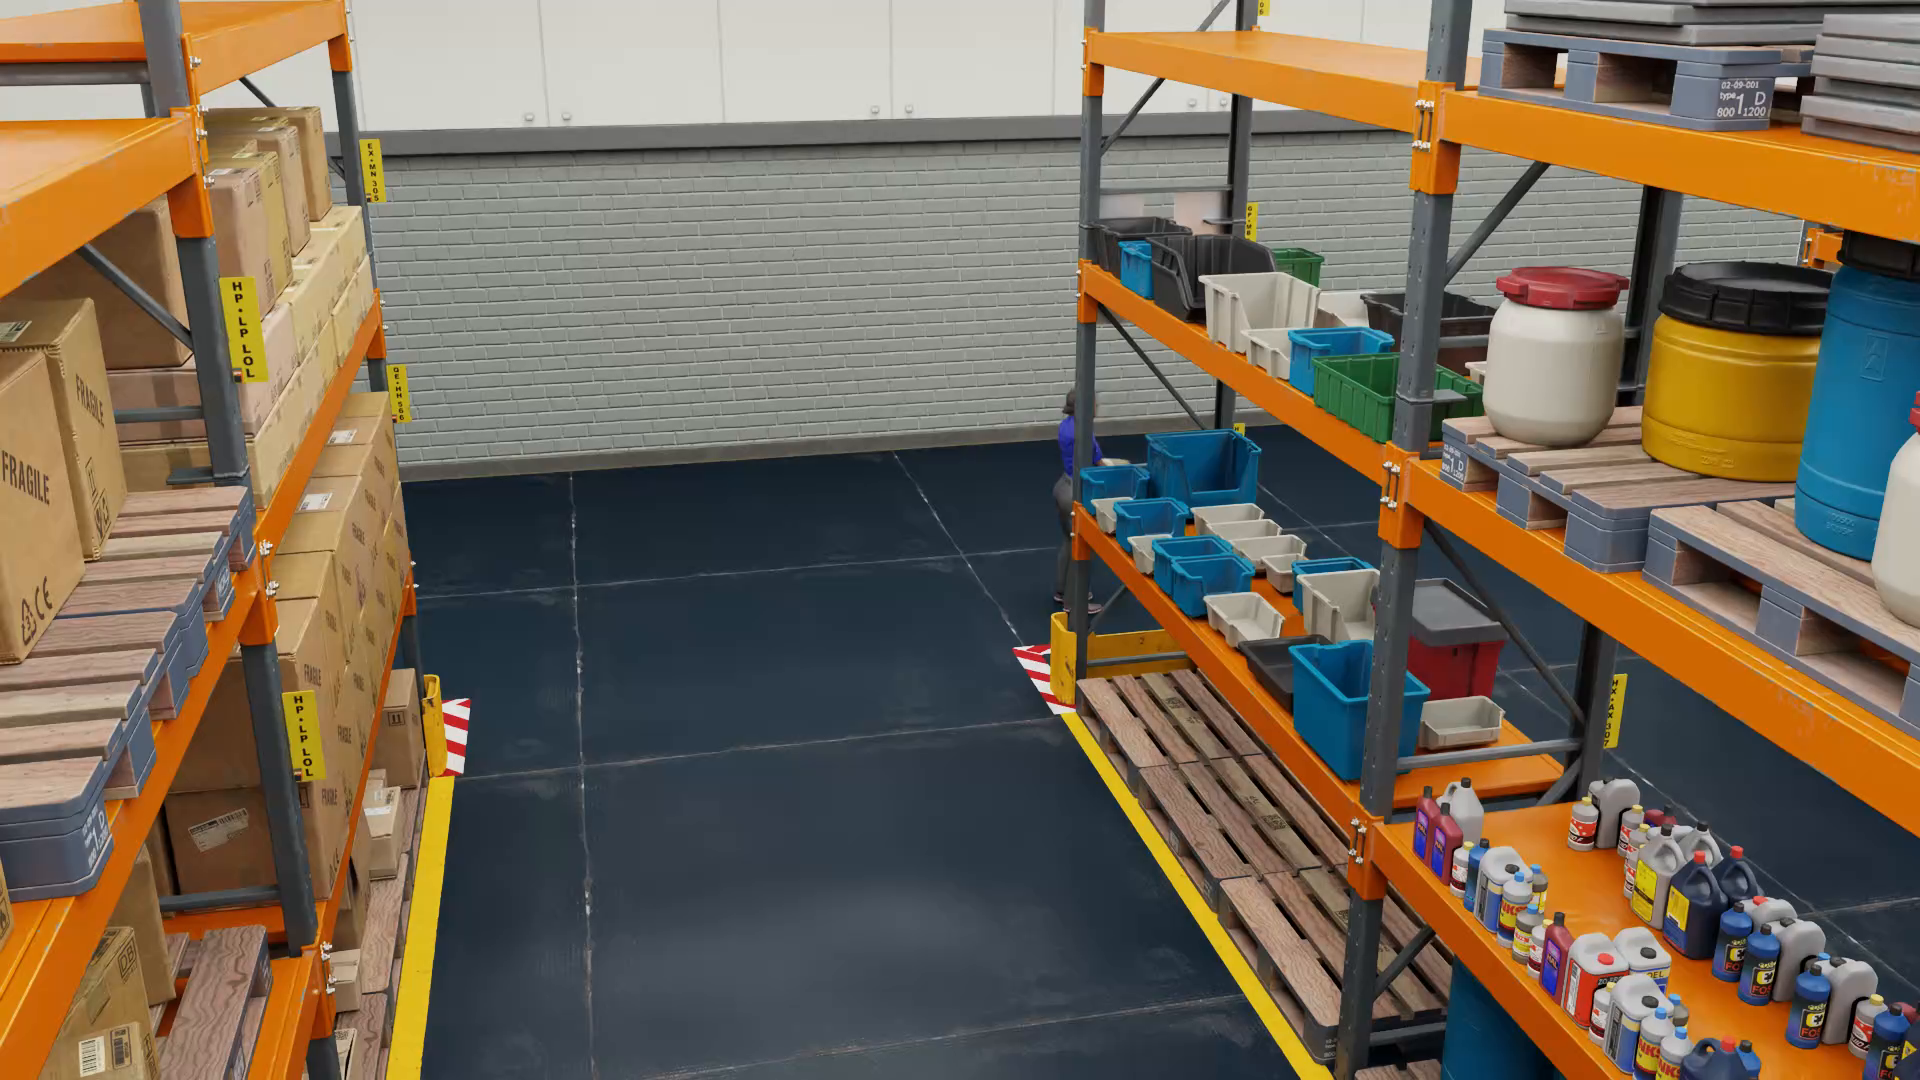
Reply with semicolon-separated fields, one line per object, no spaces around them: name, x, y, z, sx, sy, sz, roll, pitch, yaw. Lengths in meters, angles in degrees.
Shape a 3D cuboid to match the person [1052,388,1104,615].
person;0.922;-0.298;11.927;0.510;1.656;0.412;-5;20;-13
